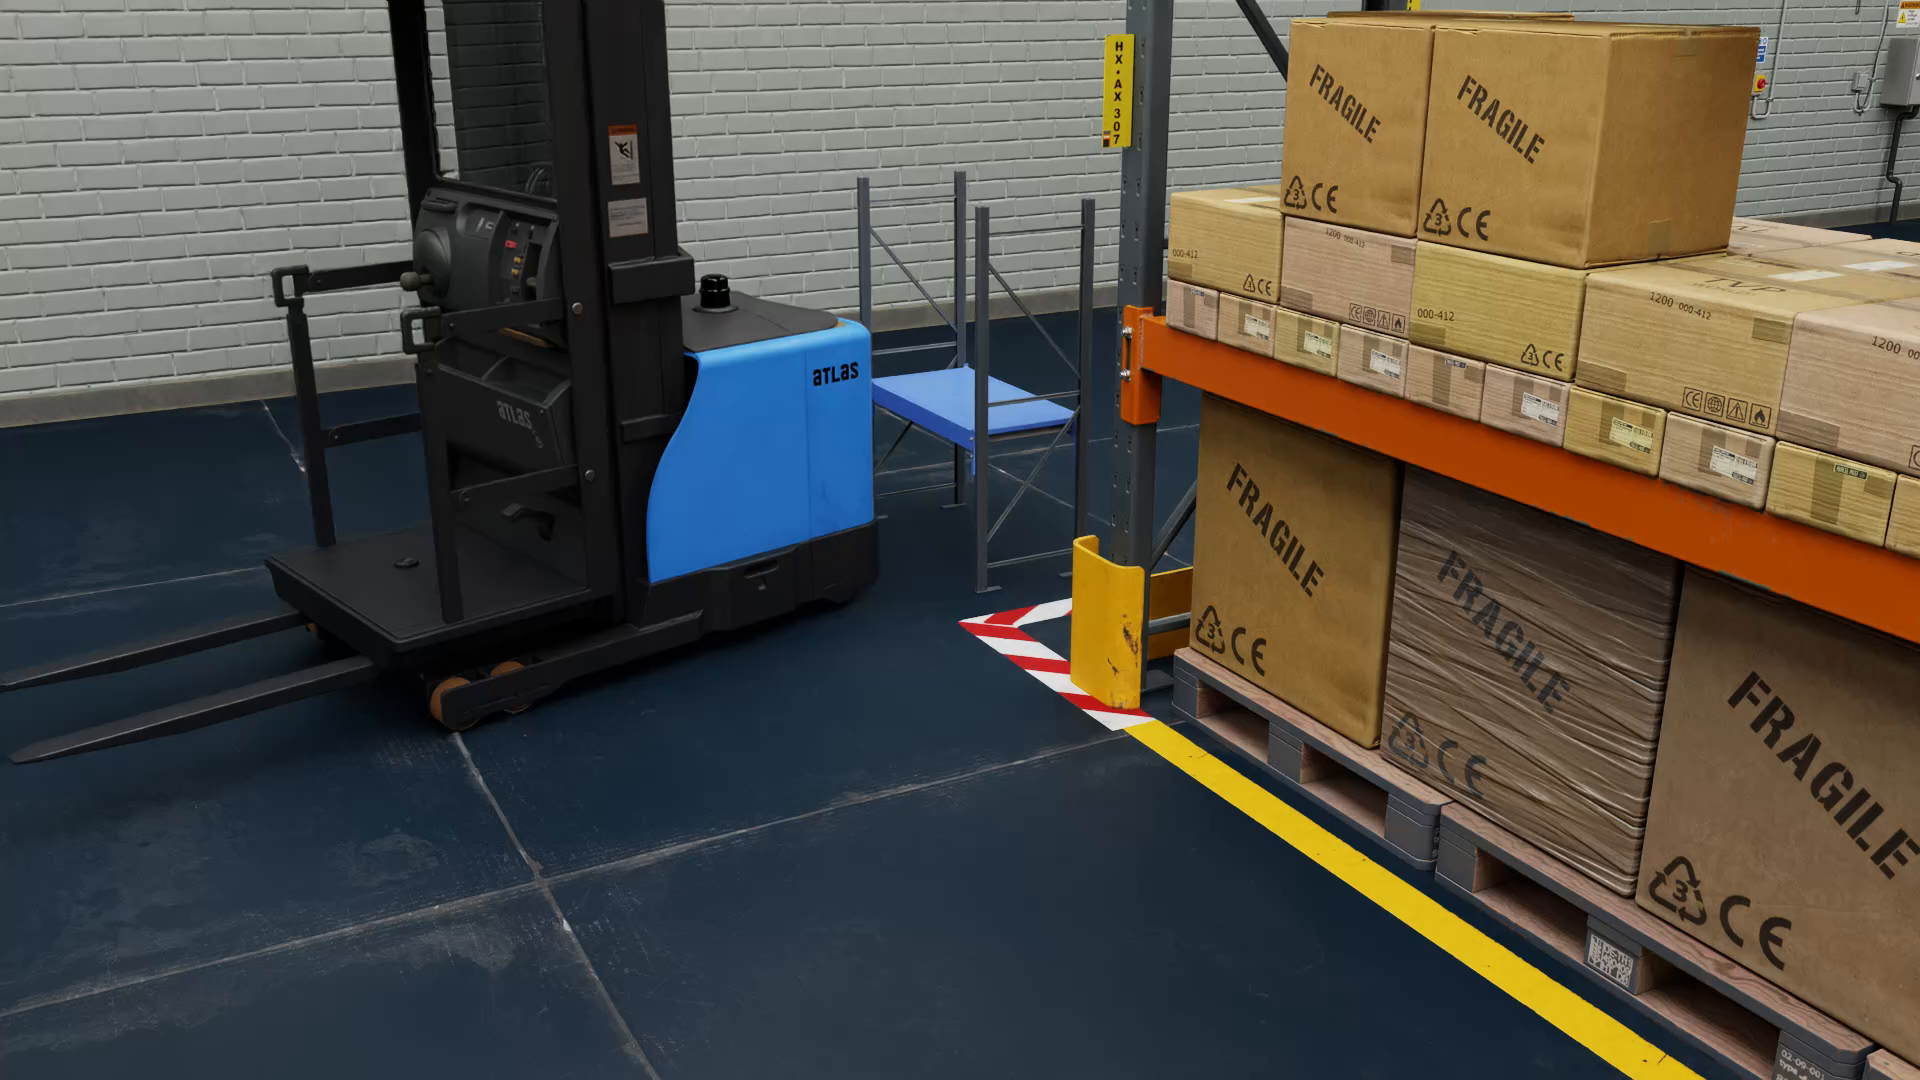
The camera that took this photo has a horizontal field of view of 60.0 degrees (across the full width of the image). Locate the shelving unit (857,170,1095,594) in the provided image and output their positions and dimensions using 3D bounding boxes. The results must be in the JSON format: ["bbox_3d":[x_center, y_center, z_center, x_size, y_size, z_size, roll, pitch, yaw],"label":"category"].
[{"bbox_3d":[0.041,-0.684,6.816,0.538,1.500,1.048,-10,21,-27],"label":"shelving unit"}]

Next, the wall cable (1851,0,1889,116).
[{"bbox_3d":[8.230,-4.833,14.982,0.588,1.984,0.122,-10,21,-27],"label":"wall cable"}]

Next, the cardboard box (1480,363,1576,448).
[{"bbox_3d":[1.455,-0.339,3.902,0.380,0.149,0.250,-10,22,-27],"label":"cardboard box"}]

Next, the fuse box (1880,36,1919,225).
[{"bbox_3d":[8.905,-3.804,15.533,0.539,1.711,0.414,-10,21,-27],"label":"fuse box"}]

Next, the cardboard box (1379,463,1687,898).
[{"bbox_3d":[1.771,0.259,4.397,0.875,0.875,0.875,-10,21,-27],"label":"cardboard box"}]

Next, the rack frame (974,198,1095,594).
[{"bbox_3d":[0.282,-0.539,6.393,0.500,1.500,0.032,-10,21,-27],"label":"rack frame"}]

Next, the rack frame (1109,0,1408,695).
[{"bbox_3d":[0.964,-0.980,5.373,1.000,3.000,0.127,-10,21,-27],"label":"rack frame"}]

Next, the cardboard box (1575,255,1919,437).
[{"bbox_3d":[1.695,-0.428,3.547,0.500,0.250,0.500,-10,22,-28],"label":"cardboard box"}]

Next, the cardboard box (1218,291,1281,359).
[{"bbox_3d":[0.965,-0.635,4.757,0.380,0.149,0.250,-10,22,-27],"label":"cardboard box"}]

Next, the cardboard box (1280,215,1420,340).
[{"bbox_3d":[1.207,-0.722,4.399,0.500,0.250,0.500,-10,22,-27],"label":"cardboard box"}]

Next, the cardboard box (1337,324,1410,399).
[{"bbox_3d":[1.212,-0.487,4.328,0.380,0.149,0.250,-10,22,-27],"label":"cardboard box"}]

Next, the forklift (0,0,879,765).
[{"bbox_3d":[-1.746,-0.965,5.433,3.031,2.935,1.130,-17,25,-40],"label":"forklift"}]

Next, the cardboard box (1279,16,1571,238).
[{"bbox_3d":[1.192,-1.081,4.290,0.500,0.500,0.500,-11,22,-28],"label":"cardboard box"}]

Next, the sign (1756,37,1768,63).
[{"bbox_3d":[6.916,-4.268,14.487,0.327,0.218,0.001,-10,21,-27],"label":"sign"}]

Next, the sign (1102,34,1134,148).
[{"bbox_3d":[0.473,-1.342,4.974,0.100,0.325,0.005,-10,21,-27],"label":"sign"}]

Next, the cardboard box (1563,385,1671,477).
[{"bbox_3d":[1.574,-0.267,3.691,0.380,0.149,0.250,-11,22,-28],"label":"cardboard box"}]

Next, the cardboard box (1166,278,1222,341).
[{"bbox_3d":[0.842,-0.708,4.970,0.380,0.149,0.250,-10,21,-26],"label":"cardboard box"}]

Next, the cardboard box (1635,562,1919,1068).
[{"bbox_3d":[2.193,0.514,3.657,0.875,0.875,0.875,-10,21,-27],"label":"cardboard box"}]

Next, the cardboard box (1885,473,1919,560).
[{"bbox_3d":[1.941,-0.045,3.048,0.380,0.149,0.250,-10,21,-26],"label":"cardboard box"}]

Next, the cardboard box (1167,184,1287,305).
[{"bbox_3d":[0.954,-0.870,4.828,0.500,0.250,0.500,-11,22,-28],"label":"cardboard box"}]

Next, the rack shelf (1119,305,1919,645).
[{"bbox_3d":[1.914,-0.066,3.826,1.077,0.370,4.000,-10,21,-27],"label":"rack shelf"}]

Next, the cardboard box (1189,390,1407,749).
[{"bbox_3d":[1.338,-0.003,5.154,0.875,0.875,0.875,-10,21,-27],"label":"cardboard box"}]

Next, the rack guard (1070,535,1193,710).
[{"bbox_3d":[0.953,0.195,5.800,1.175,0.500,0.348,-10,21,-27],"label":"rack guard"}]

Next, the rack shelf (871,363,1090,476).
[{"bbox_3d":[0.041,-0.514,6.874,0.538,0.185,1.000,-10,21,-27],"label":"rack shelf"}]

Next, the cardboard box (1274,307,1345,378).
[{"bbox_3d":[1.087,-0.561,4.544,0.380,0.149,0.250,-11,22,-28],"label":"cardboard box"}]

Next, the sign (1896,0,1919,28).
[{"bbox_3d":[8.758,-4.855,15.336,0.339,0.242,0.001,-10,21,-27],"label":"sign"}]

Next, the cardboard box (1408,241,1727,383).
[{"bbox_3d":[1.442,-0.577,3.979,0.500,0.250,0.500,-11,22,-28],"label":"cardboard box"}]

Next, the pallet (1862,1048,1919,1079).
[{"bbox_3d":[2.571,1.256,3.167,1.003,0.211,1.213,-10,21,-27],"label":"pallet"}]

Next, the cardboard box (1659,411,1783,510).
[{"bbox_3d":[1.700,-0.192,3.474,0.380,0.149,0.250,-10,21,-26],"label":"cardboard box"}]

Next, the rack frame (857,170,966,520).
[{"bbox_3d":[-0.201,-0.830,7.239,0.500,1.500,0.032,-10,21,-27],"label":"rack frame"}]

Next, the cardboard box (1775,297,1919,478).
[{"bbox_3d":[1.932,-0.282,3.124,0.500,0.250,0.500,-10,21,-26],"label":"cardboard box"}]

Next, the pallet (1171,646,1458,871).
[{"bbox_3d":[1.413,0.556,5.197,1.003,0.211,1.213,-10,21,-27],"label":"pallet"}]

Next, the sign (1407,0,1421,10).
[{"bbox_3d":[1.448,-1.719,5.377,0.100,0.325,0.005,-10,21,-27],"label":"sign"}]

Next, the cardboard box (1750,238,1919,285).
[{"bbox_3d":[2.161,-0.511,3.787,0.500,0.250,0.500,-10,21,-27],"label":"cardboard box"}]

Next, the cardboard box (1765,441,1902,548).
[{"bbox_3d":[1.820,-0.119,3.261,0.380,0.149,0.250,-10,22,-28],"label":"cardboard box"}]

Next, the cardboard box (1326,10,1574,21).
[{"bbox_3d":[1.427,-1.305,4.939,0.500,0.500,0.500,-10,21,-26],"label":"cardboard box"}]

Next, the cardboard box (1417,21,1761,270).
[{"bbox_3d":[1.443,-0.933,3.861,0.500,0.500,0.500,-11,22,-28],"label":"cardboard box"}]

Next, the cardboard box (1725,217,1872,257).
[{"bbox_3d":[1.910,-0.660,4.219,0.500,0.250,0.500,-11,22,-28],"label":"cardboard box"}]

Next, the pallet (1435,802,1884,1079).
[{"bbox_3d":[1.988,0.906,4.184,1.003,0.211,1.213,-10,21,-27],"label":"pallet"}]

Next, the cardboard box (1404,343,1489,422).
[{"bbox_3d":[1.332,-0.413,4.116,0.380,0.149,0.250,-10,22,-28],"label":"cardboard box"}]

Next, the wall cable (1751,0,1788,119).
[{"bbox_3d":[6.987,-4.625,14.331,0.585,1.953,0.123,-10,21,-27],"label":"wall cable"}]
